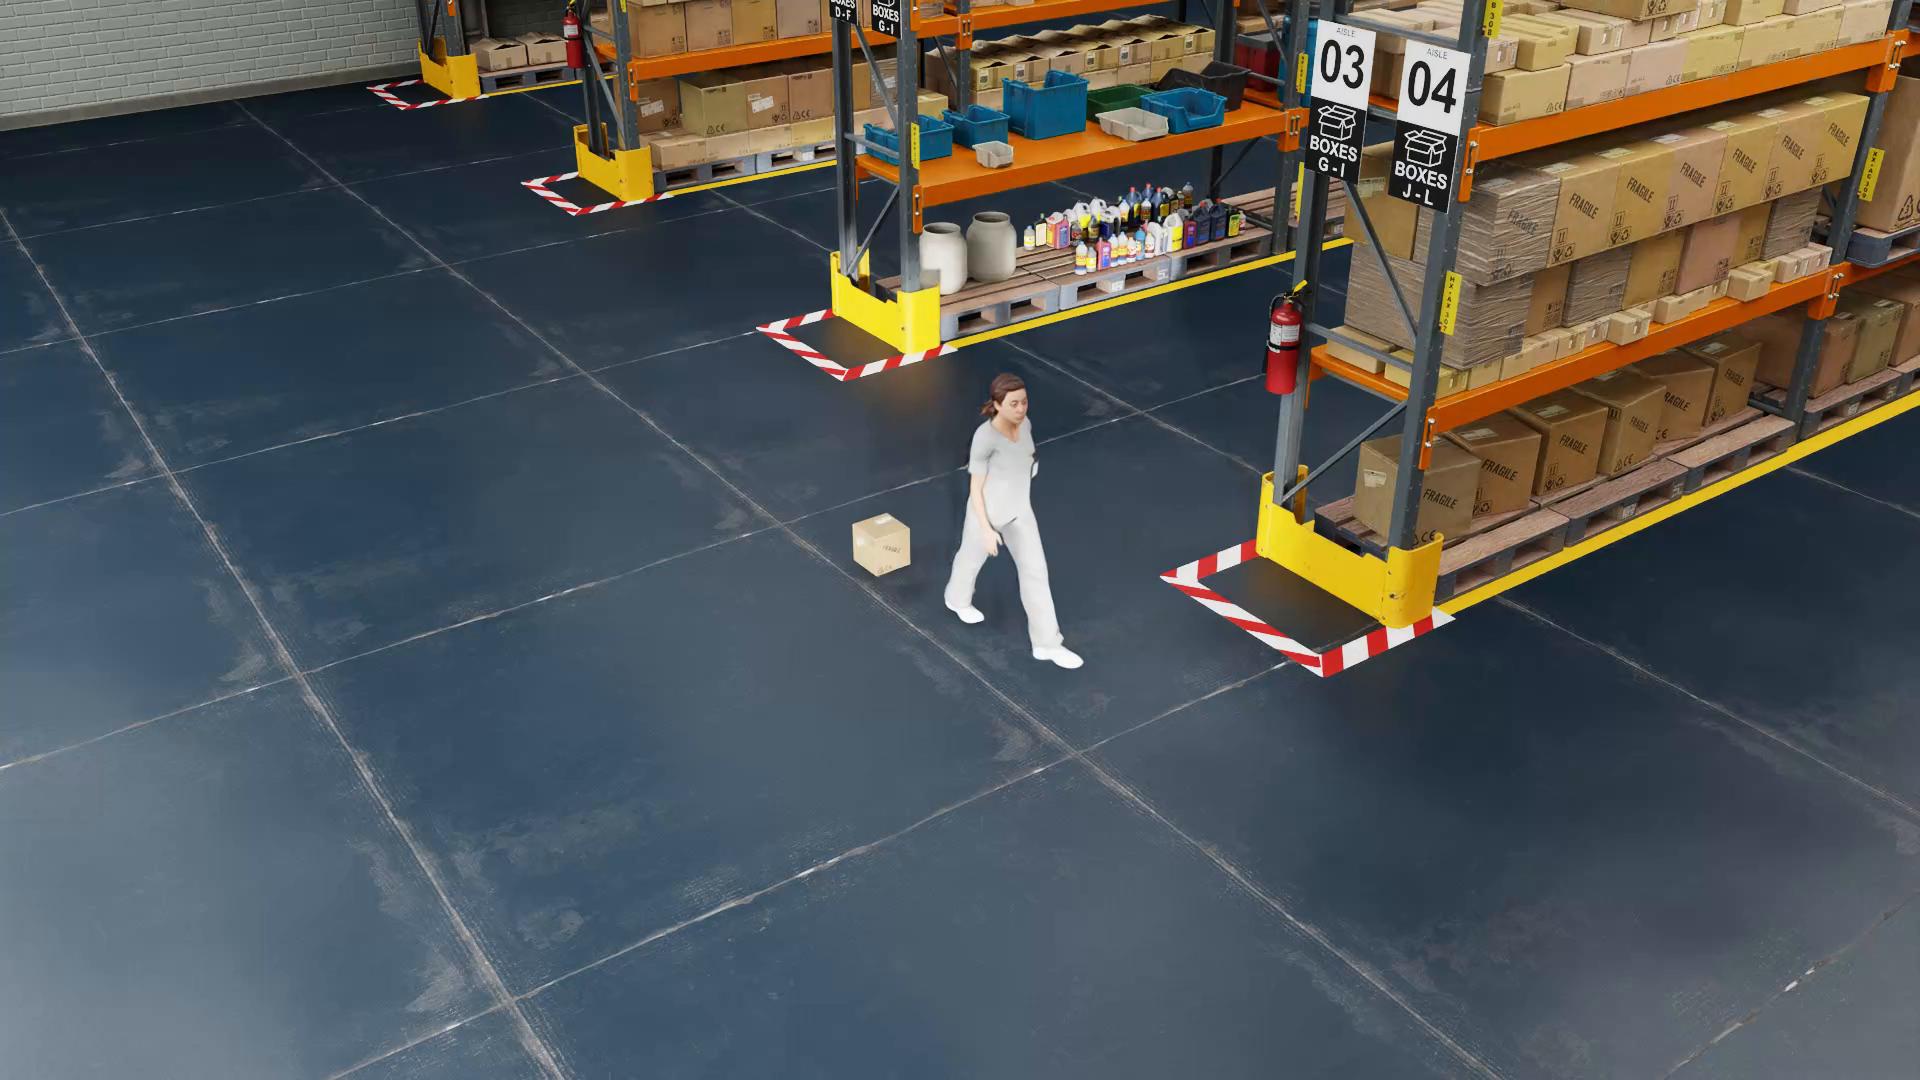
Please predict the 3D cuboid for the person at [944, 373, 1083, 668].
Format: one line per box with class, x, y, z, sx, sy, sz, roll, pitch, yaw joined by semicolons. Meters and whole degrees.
person;0.241;-0.141;8.877;0.469;1.598;1.011;-20;34;-32
